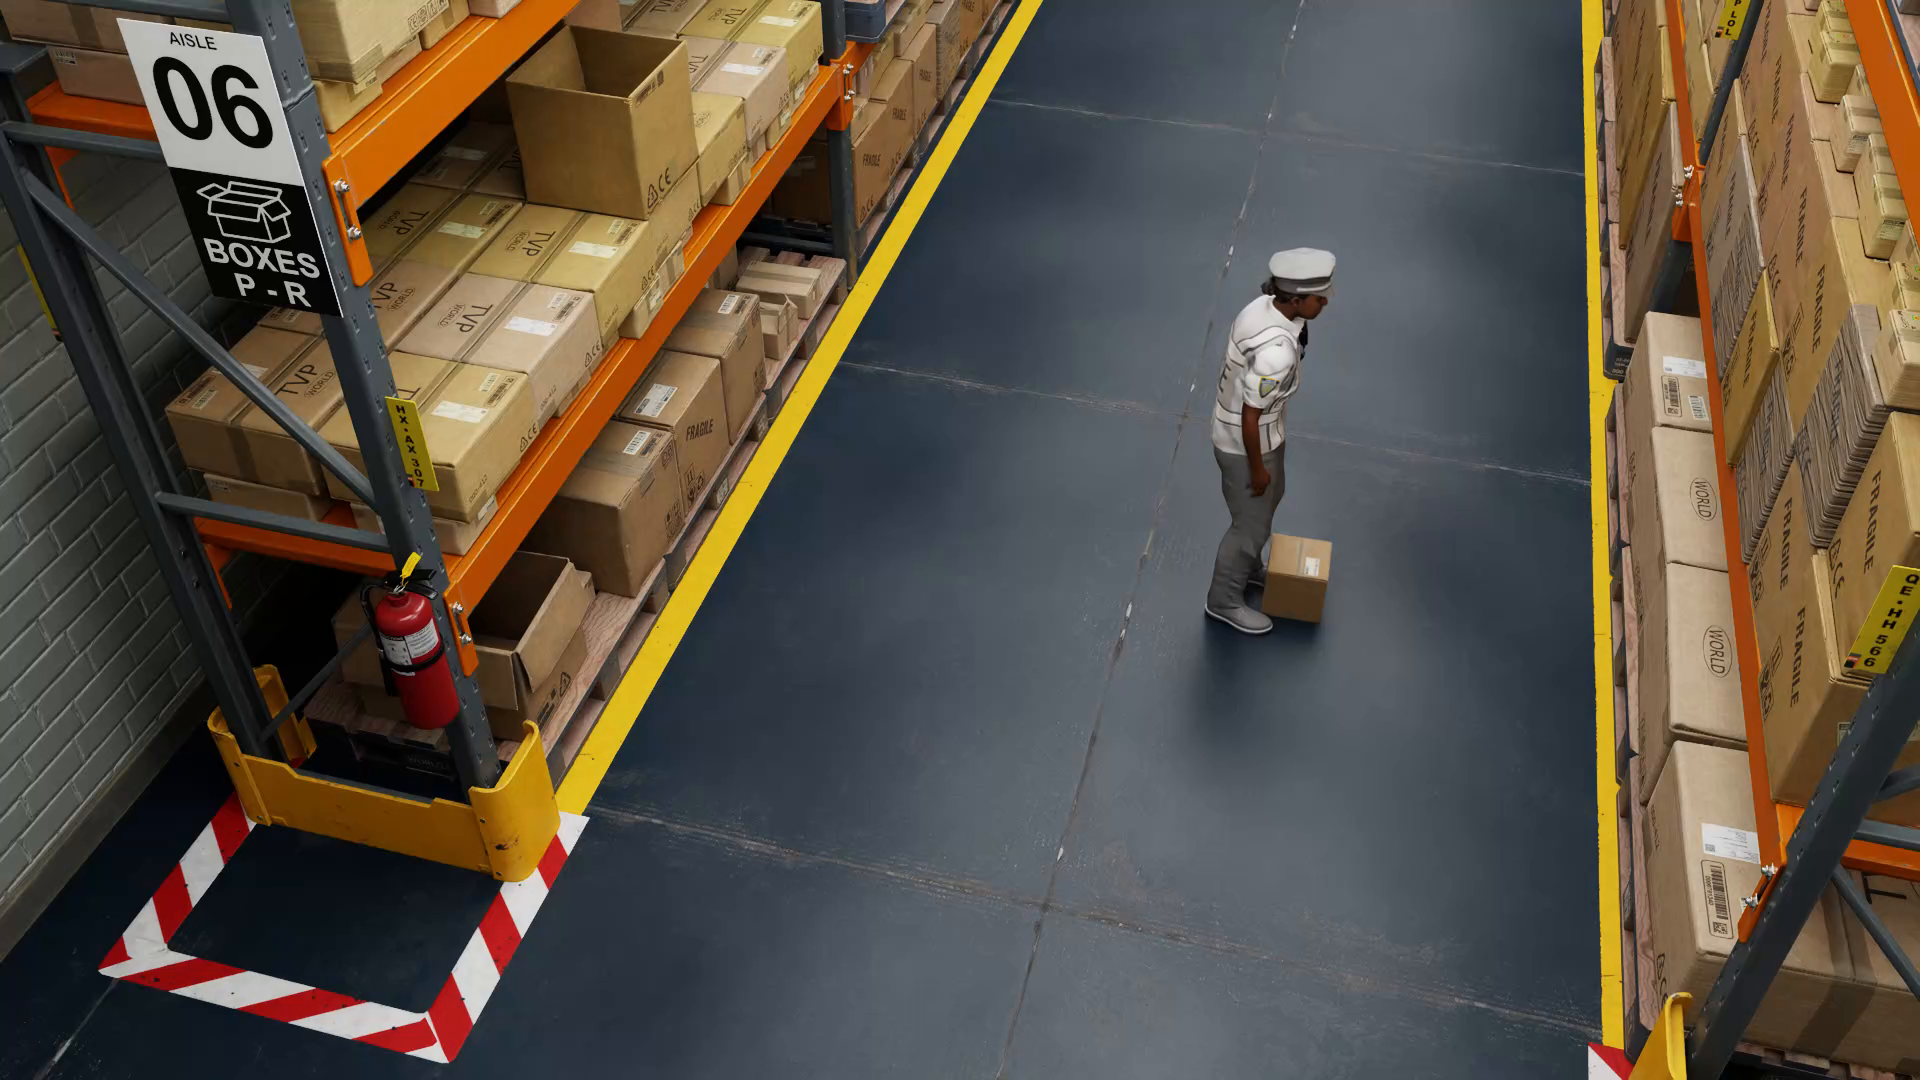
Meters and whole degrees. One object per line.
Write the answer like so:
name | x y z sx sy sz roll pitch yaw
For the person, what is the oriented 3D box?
person | 1.206 -0.397 6.614 0.425 1.655 0.515 8 42 9
